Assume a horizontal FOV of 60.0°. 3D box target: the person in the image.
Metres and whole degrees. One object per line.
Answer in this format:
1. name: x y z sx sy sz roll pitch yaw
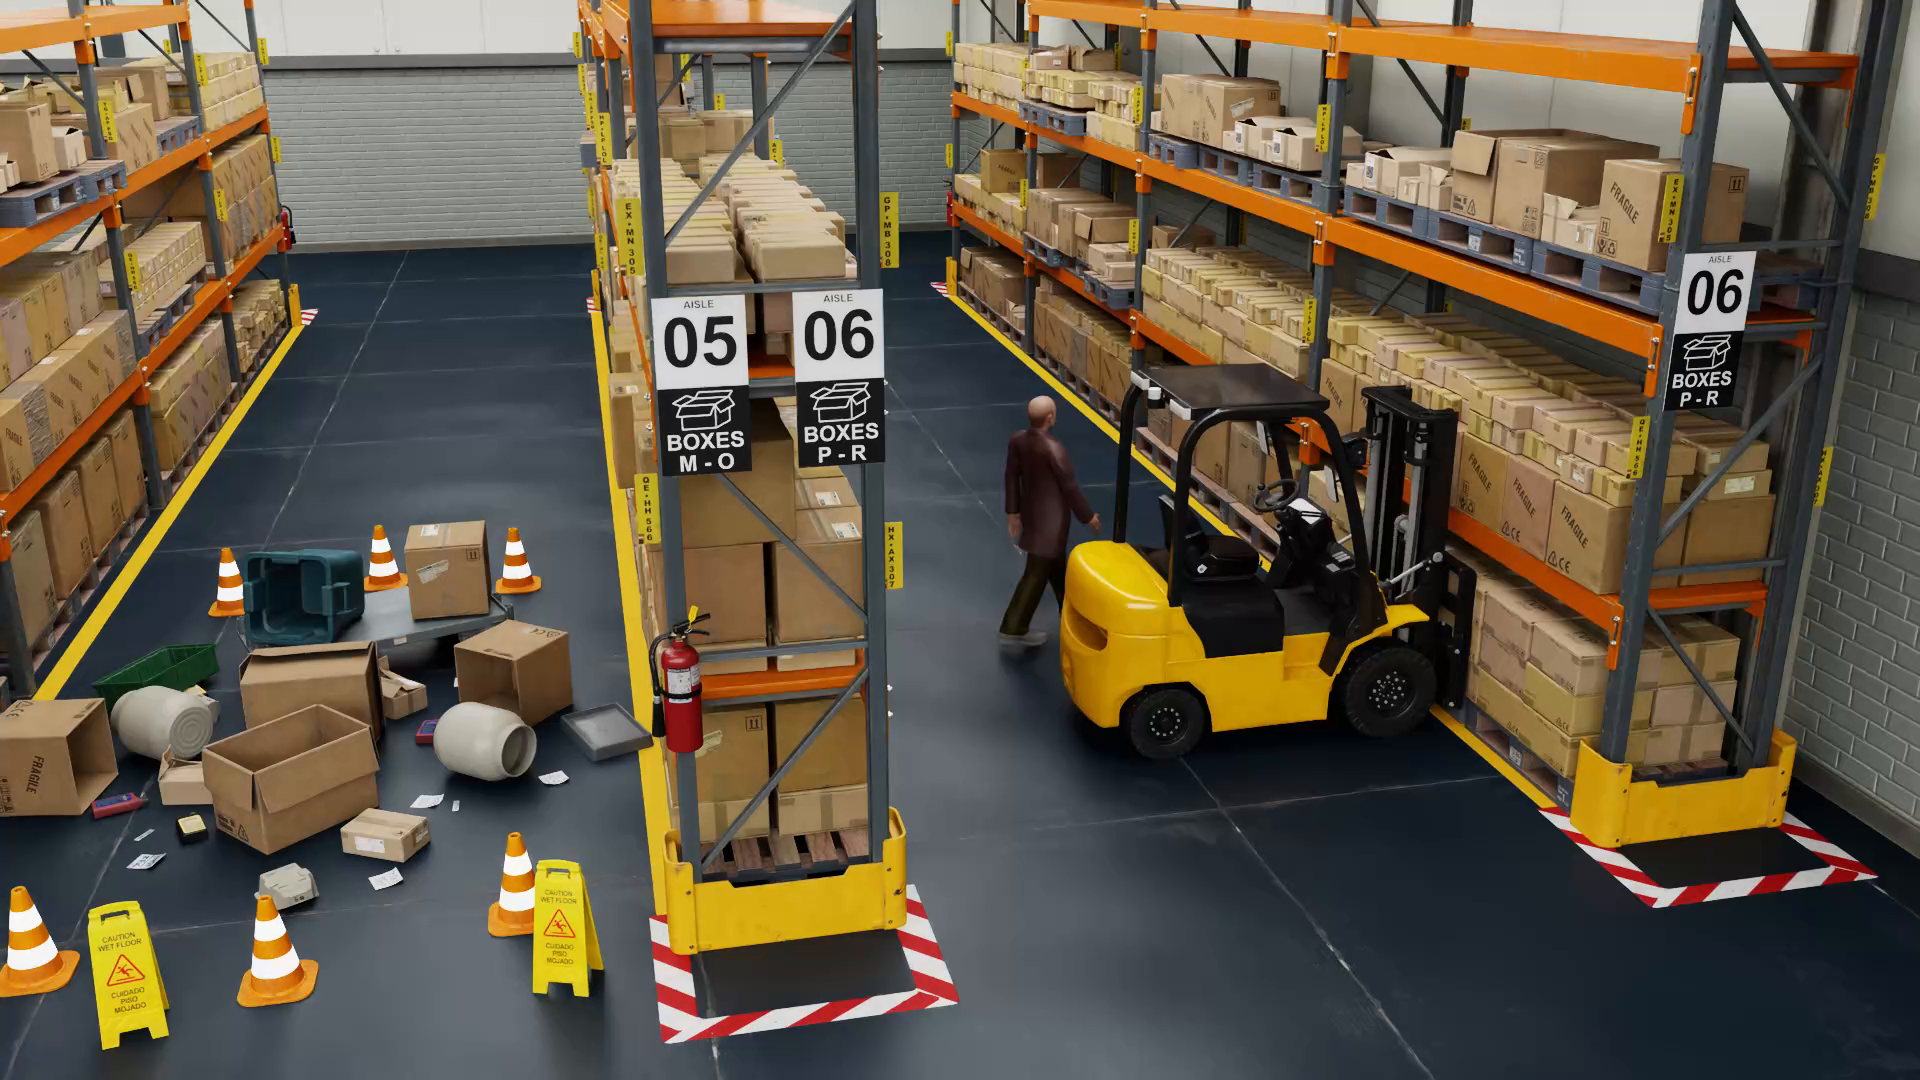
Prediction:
1. person: 0.674 -0.169 11.541 1.020 1.735 0.607 -10 22 -27
